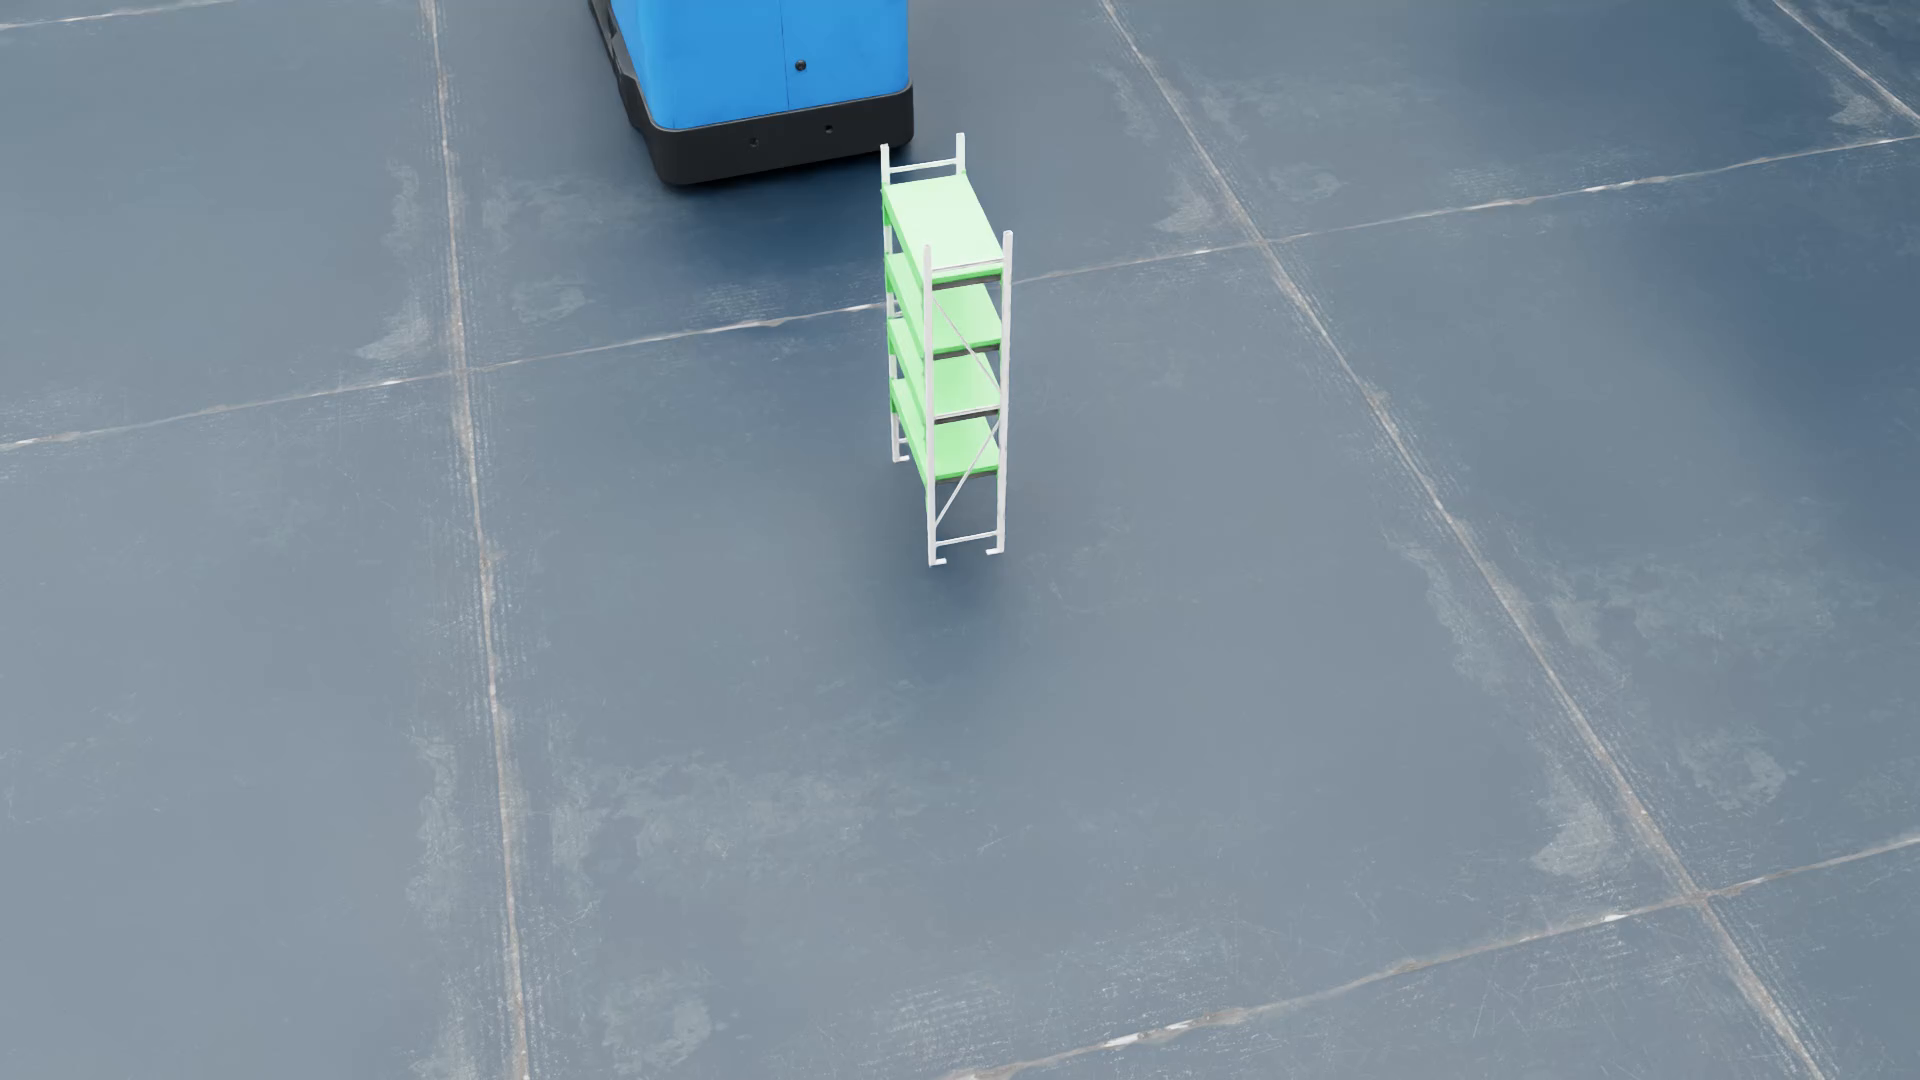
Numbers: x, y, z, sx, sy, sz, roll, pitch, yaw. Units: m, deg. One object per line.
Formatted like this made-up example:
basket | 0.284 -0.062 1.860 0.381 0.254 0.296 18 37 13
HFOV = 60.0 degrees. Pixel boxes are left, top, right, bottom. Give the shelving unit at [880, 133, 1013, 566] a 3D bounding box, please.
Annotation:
shelving unit | -0.042 -0.534 4.933 0.258 1.200 0.503 -11 47 -10

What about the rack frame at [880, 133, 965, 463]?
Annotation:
rack frame | -0.105 -0.703 5.099 0.240 1.200 0.015 -11 47 -10

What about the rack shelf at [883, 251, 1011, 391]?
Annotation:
rack shelf | -0.042 -0.658 4.808 0.258 0.148 0.480 -11 47 -10

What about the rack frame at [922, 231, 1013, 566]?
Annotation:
rack frame | 0.020 -0.366 4.768 0.240 1.200 0.015 -11 47 -10

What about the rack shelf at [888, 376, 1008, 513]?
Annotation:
rack shelf | -0.042 -0.322 5.151 0.258 0.148 0.480 -11 47 -10

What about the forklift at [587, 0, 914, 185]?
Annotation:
forklift | -1.129 -3.490 6.618 1.130 2.935 3.031 -13 47 -13

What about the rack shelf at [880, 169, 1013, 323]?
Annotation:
rack shelf | -0.042 -0.825 4.636 0.258 0.148 0.480 -11 47 -10

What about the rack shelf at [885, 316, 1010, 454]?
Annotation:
rack shelf | -0.042 -0.490 4.979 0.258 0.148 0.480 -11 47 -10
